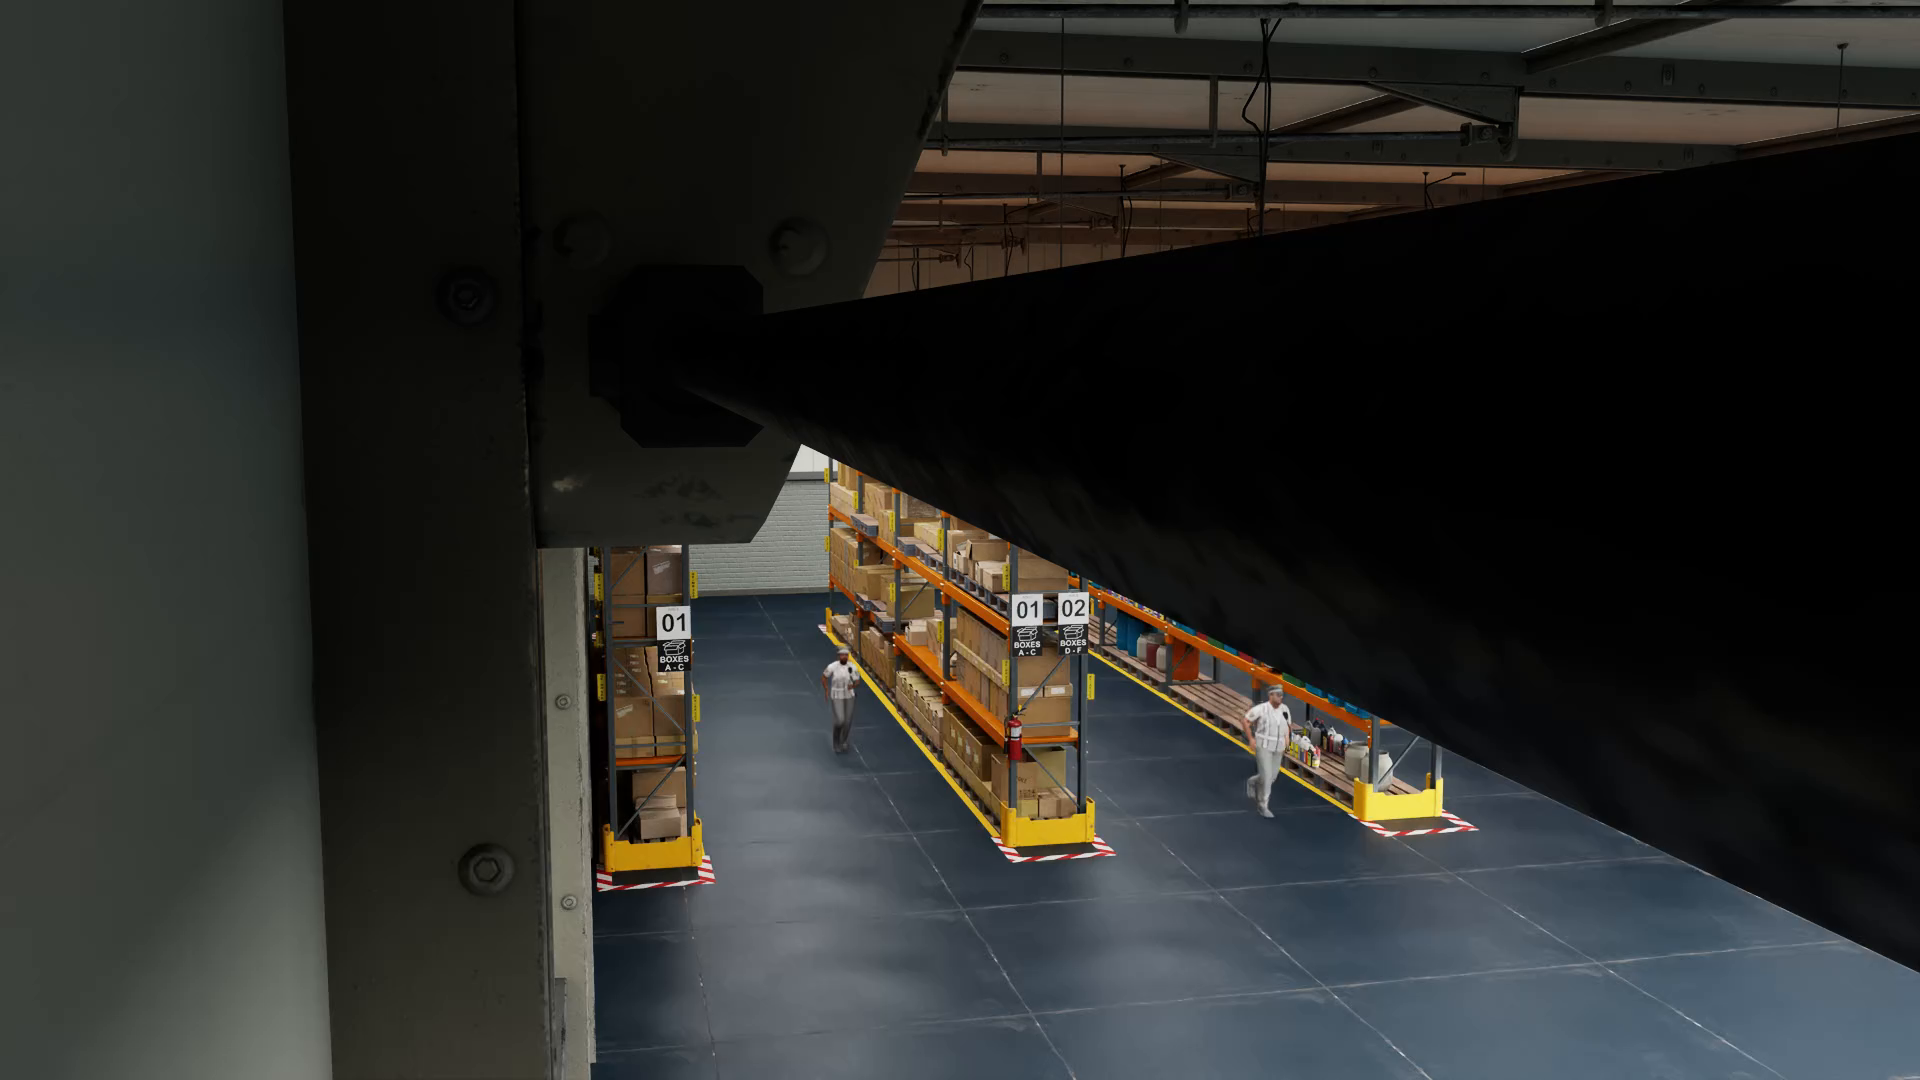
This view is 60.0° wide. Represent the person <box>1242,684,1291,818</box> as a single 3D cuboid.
[{"bbox_3d":[4.182,2.818,22.564,0.704,1.776,0.822,-3,7,-22],"label":"person"}]

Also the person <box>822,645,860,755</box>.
[{"bbox_3d":[-1.809,2.457,25.625,0.542,1.699,0.670,-2,7,-17],"label":"person"}]
